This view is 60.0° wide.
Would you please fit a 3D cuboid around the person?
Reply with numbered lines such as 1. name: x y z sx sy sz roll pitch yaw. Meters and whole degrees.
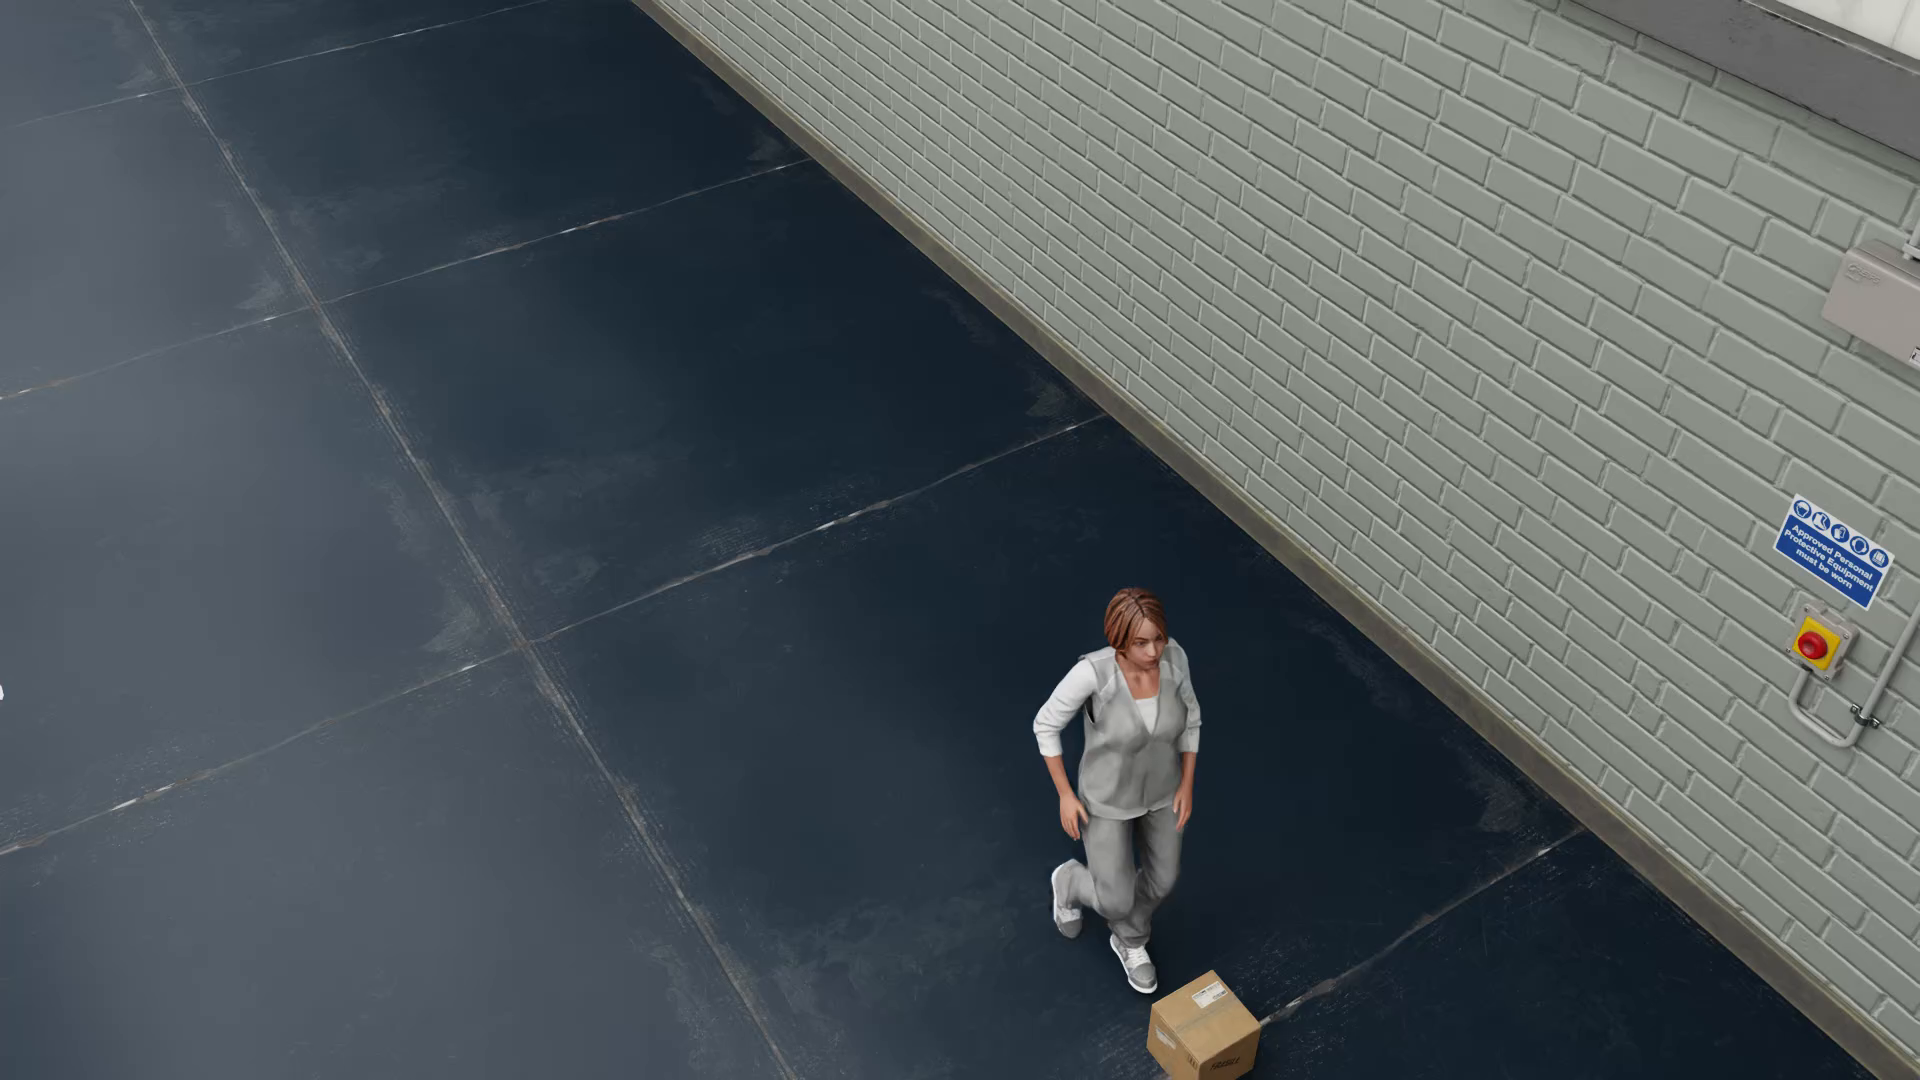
1. person: 0.541 0.819 5.253 0.528 1.560 0.468 -16 44 -18
